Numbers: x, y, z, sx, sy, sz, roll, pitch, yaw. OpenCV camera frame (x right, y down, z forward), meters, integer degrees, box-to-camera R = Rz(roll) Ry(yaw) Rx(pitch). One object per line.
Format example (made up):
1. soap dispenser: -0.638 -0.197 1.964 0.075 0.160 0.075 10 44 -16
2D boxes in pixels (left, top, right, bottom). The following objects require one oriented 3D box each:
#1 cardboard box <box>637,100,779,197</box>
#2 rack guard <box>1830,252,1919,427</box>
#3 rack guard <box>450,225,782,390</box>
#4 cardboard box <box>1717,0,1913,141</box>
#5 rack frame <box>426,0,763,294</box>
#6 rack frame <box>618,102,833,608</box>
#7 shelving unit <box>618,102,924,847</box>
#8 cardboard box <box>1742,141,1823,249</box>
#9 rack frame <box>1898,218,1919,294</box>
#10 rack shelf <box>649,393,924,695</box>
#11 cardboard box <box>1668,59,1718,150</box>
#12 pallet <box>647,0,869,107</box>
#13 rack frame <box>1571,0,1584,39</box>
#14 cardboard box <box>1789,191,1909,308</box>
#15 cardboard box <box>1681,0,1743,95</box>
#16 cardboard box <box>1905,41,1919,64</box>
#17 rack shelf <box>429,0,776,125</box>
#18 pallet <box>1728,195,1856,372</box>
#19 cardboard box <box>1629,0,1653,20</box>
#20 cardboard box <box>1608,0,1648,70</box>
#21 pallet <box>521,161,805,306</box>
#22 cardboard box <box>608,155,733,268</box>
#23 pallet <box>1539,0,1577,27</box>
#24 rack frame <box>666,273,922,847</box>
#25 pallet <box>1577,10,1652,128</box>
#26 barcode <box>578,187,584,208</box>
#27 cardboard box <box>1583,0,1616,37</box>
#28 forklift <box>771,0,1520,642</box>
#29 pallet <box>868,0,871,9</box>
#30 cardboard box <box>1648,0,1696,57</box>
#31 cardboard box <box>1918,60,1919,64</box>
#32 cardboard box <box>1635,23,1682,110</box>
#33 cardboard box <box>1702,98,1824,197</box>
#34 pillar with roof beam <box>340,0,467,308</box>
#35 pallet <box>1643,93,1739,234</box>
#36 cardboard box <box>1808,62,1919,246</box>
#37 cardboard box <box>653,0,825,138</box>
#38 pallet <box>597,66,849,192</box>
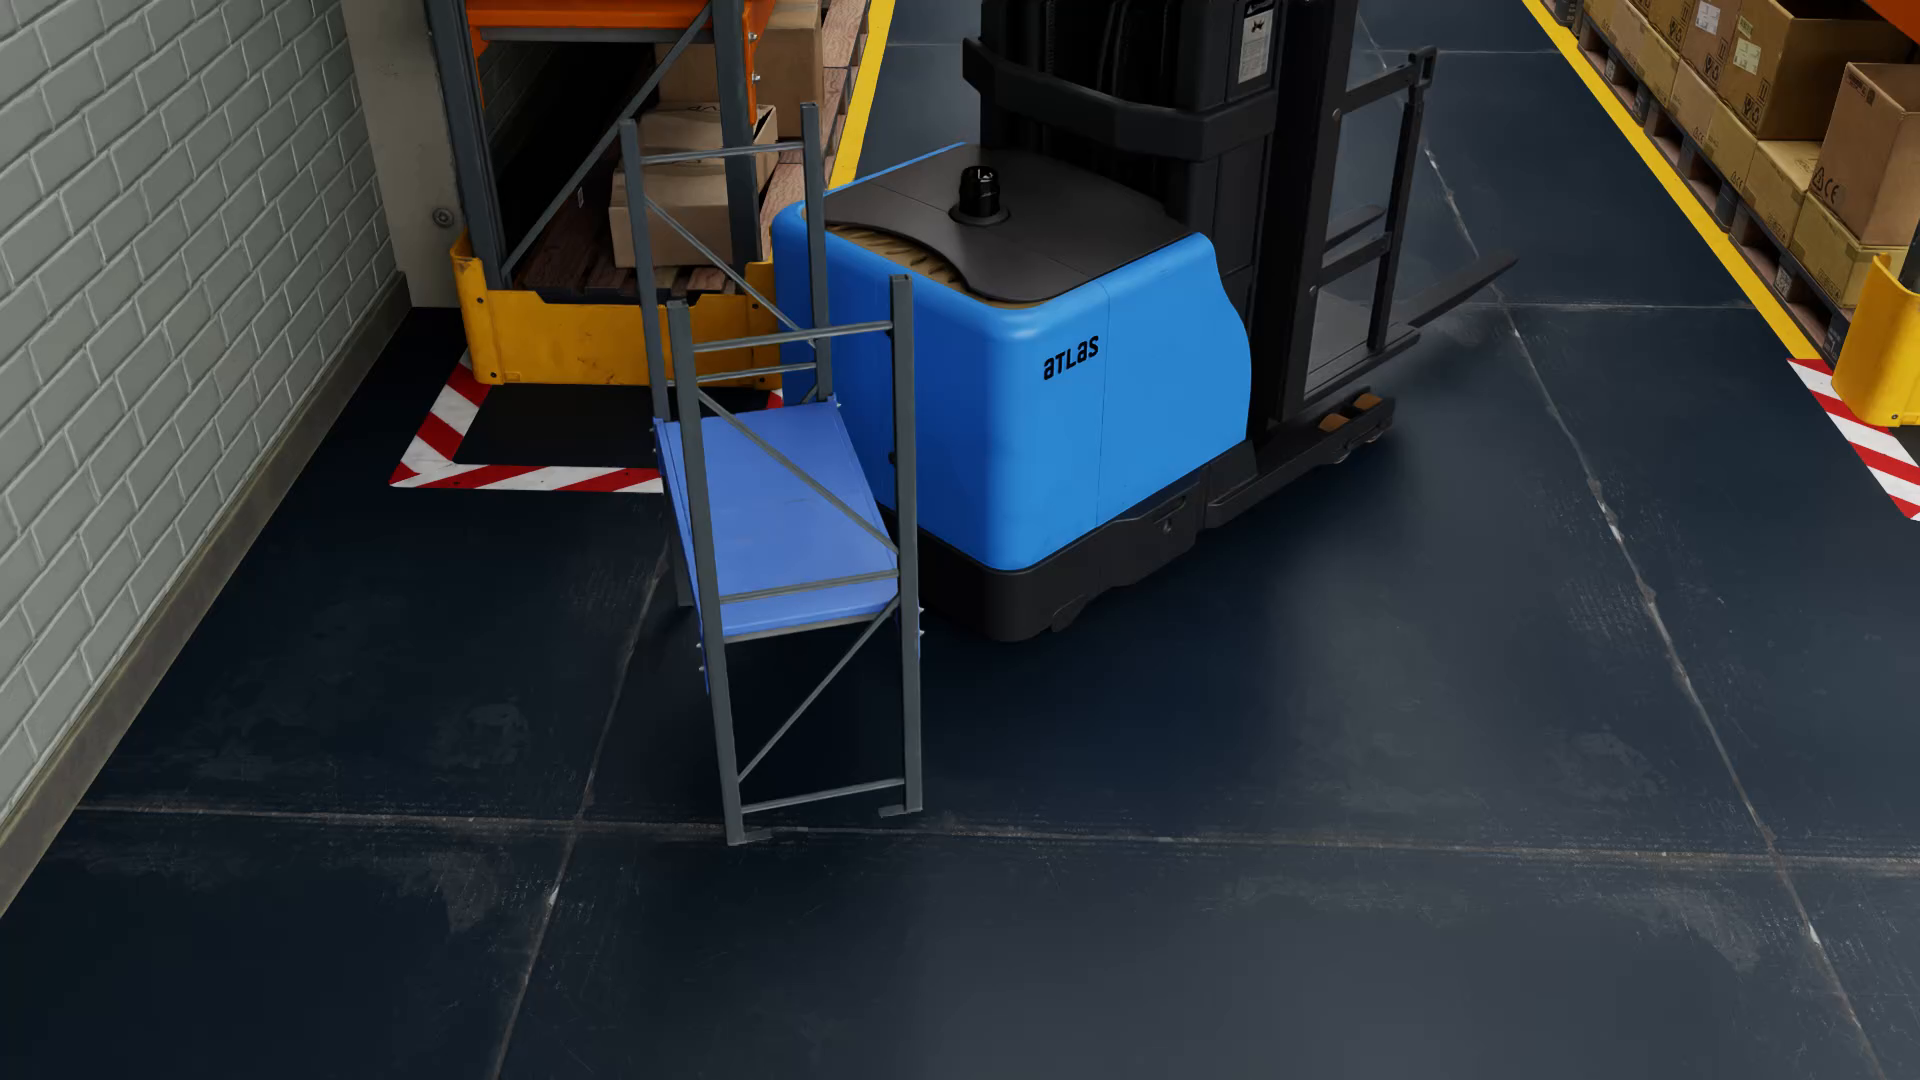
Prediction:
1. cardboard box: -1.059 -1.641 6.932 0.500 0.311 0.500 4 35 6
2. rack guard: 3.749 -0.689 5.796 1.175 0.500 0.348 1 35 2
3. rack guard: -1.197 -0.859 6.037 1.175 0.500 0.348 1 35 2
4. cardboard box: 3.500 -1.969 6.817 0.500 0.500 0.500 1 35 2
5. rack frame: -1.200 -1.838 5.256 1.000 3.000 0.127 1 35 2
6. rack frame: -0.603 -0.456 4.594 0.500 1.500 0.032 -9 36 -12
7. shelving unit: -0.473 -0.173 4.192 0.538 1.500 1.048 -9 36 -12
8. cardboard box: 3.484 -1.375 6.624 0.500 0.250 0.500 1 35 2
9. rack frame: 3.750 -1.725 5.096 1.000 3.000 0.127 1 35 2
10. rack shelf: -0.473 -0.026 4.296 0.538 0.185 1.000 -9 36 -12
11. cardboard box: 3.524 -1.949 7.441 0.500 0.250 0.500 1 35 2
12. pallet: -1.031 -2.608 8.778 1.003 0.211 1.213 1 35 2
13. rack frame: 3.911 -4.024 8.366 1.000 3.000 0.127 1 35 2
14. cardboard box: 3.476 -1.087 6.214 0.500 0.250 0.500 1 35 2
15. cardboard box: 3.521 -2.256 7.226 0.500 0.500 0.500 1 35 2
16. cardboard box: 4.019 -1.957 6.800 0.500 0.500 0.500 1 35 2
17. rack shelf: -1.120 -2.692 7.098 1.077 0.370 4.000 1 35 2
18. pallet: 3.739 -1.025 6.525 1.003 0.211 1.213 1 35 2
19. cardboard box: 3.567 -2.831 8.043 0.500 0.500 0.500 1 35 2
20. cardboard box: 3.564 -2.524 8.259 0.500 0.250 0.500 1 35 2
21. pallet: -1.129 -1.206 6.783 1.003 0.211 1.213 1 35 2
22. cardboard box: -1.082 -1.313 6.465 0.500 0.311 0.500 -2 35 -3
23. pallet: 3.901 -3.307 9.772 1.003 0.211 1.213 1 35 2
24. rack frame: -0.342 0.109 3.790 0.500 1.500 0.032 -9 36 -12
25. pallet: 3.837 -2.427 8.519 1.003 0.211 1.213 1 35 2
26. barcode: -1.481 -1.336 6.491 0.001 0.075 0.075 1 35 2
27. cardboard box: 3.589 -2.811 8.667 0.500 0.250 0.500 1 35 2
28. forklift: 0.851 -1.649 5.047 3.031 2.935 1.130 -29 45 -35
29. pallet: -1.009 -3.442 9.964 1.003 0.211 1.213 1 35 2
30. cardboard box: 3.539 -2.544 7.634 0.500 0.500 0.500 1 35 2
31. cardboard box: 4.012 -1.669 6.391 0.500 0.500 0.500 1 35 2
32. cardboard box: 3.539 -2.237 7.850 0.500 0.250 0.500 1 35 2
33. cardboard box: 3.503 -1.662 7.032 0.500 0.250 0.500 1 35 2
34. pillar with roof beam: 2.265 -4.615 3.990 9.100 9.000 0.400 1 35 2
35. pallet: 3.791 -1.724 7.519 1.003 0.211 1.213 1 35 2
36. cardboard box: 3.474 -1.394 5.999 0.500 0.500 0.500 1 35 2
37. cardboard box: -0.980 -2.138 7.475 0.700 0.500 0.500 -1 35 -1
38. pallet: -1.077 -1.906 7.778 1.003 0.211 1.213 1 35 2
